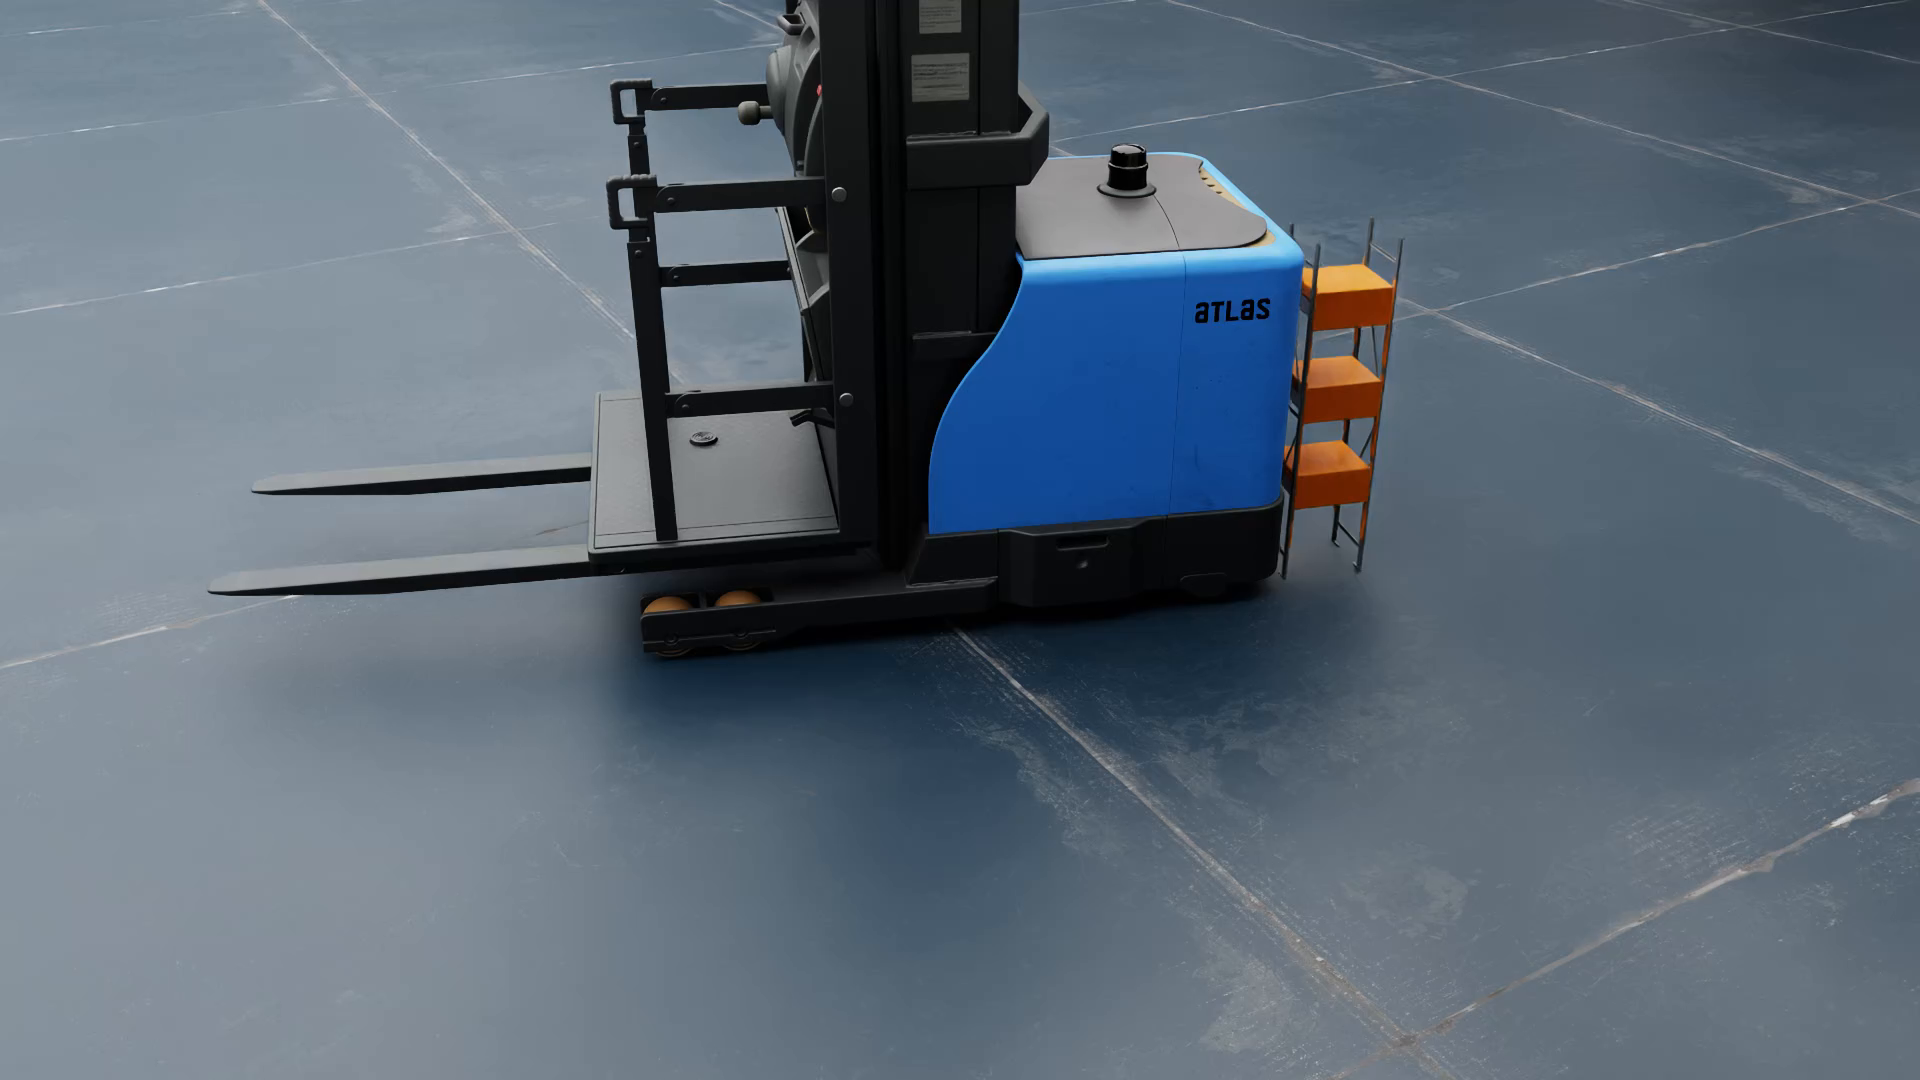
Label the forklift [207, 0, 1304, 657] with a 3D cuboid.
[{"bbox_3d":[-0.619,-1.231,4.448,3.031,2.935,1.130,-5,29,-9],"label":"forklift"}]

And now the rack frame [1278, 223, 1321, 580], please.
[{"bbox_3d":[0.959,-0.389,4.865,0.008,1.050,0.200,-6,29,-11],"label":"rack frame"}]

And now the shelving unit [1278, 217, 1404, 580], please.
[{"bbox_3d":[1.078,-0.402,4.889,0.252,1.050,0.215,-6,29,-11],"label":"shelving unit"}]

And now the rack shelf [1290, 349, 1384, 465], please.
[{"bbox_3d":[1.078,-0.393,4.894,0.240,0.259,0.215,-6,29,-11],"label":"rack shelf"}]

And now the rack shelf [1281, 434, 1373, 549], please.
[{"bbox_3d":[1.079,-0.148,5.027,0.240,0.259,0.215,-6,29,-11],"label":"rack shelf"}]

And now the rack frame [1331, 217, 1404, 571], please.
[{"bbox_3d":[1.197,-0.415,4.913,0.008,1.050,0.200,-6,29,-11],"label":"rack frame"}]

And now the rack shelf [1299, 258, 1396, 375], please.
[{"bbox_3d":[1.077,-0.642,4.759,0.240,0.259,0.215,-6,29,-11],"label":"rack shelf"}]
